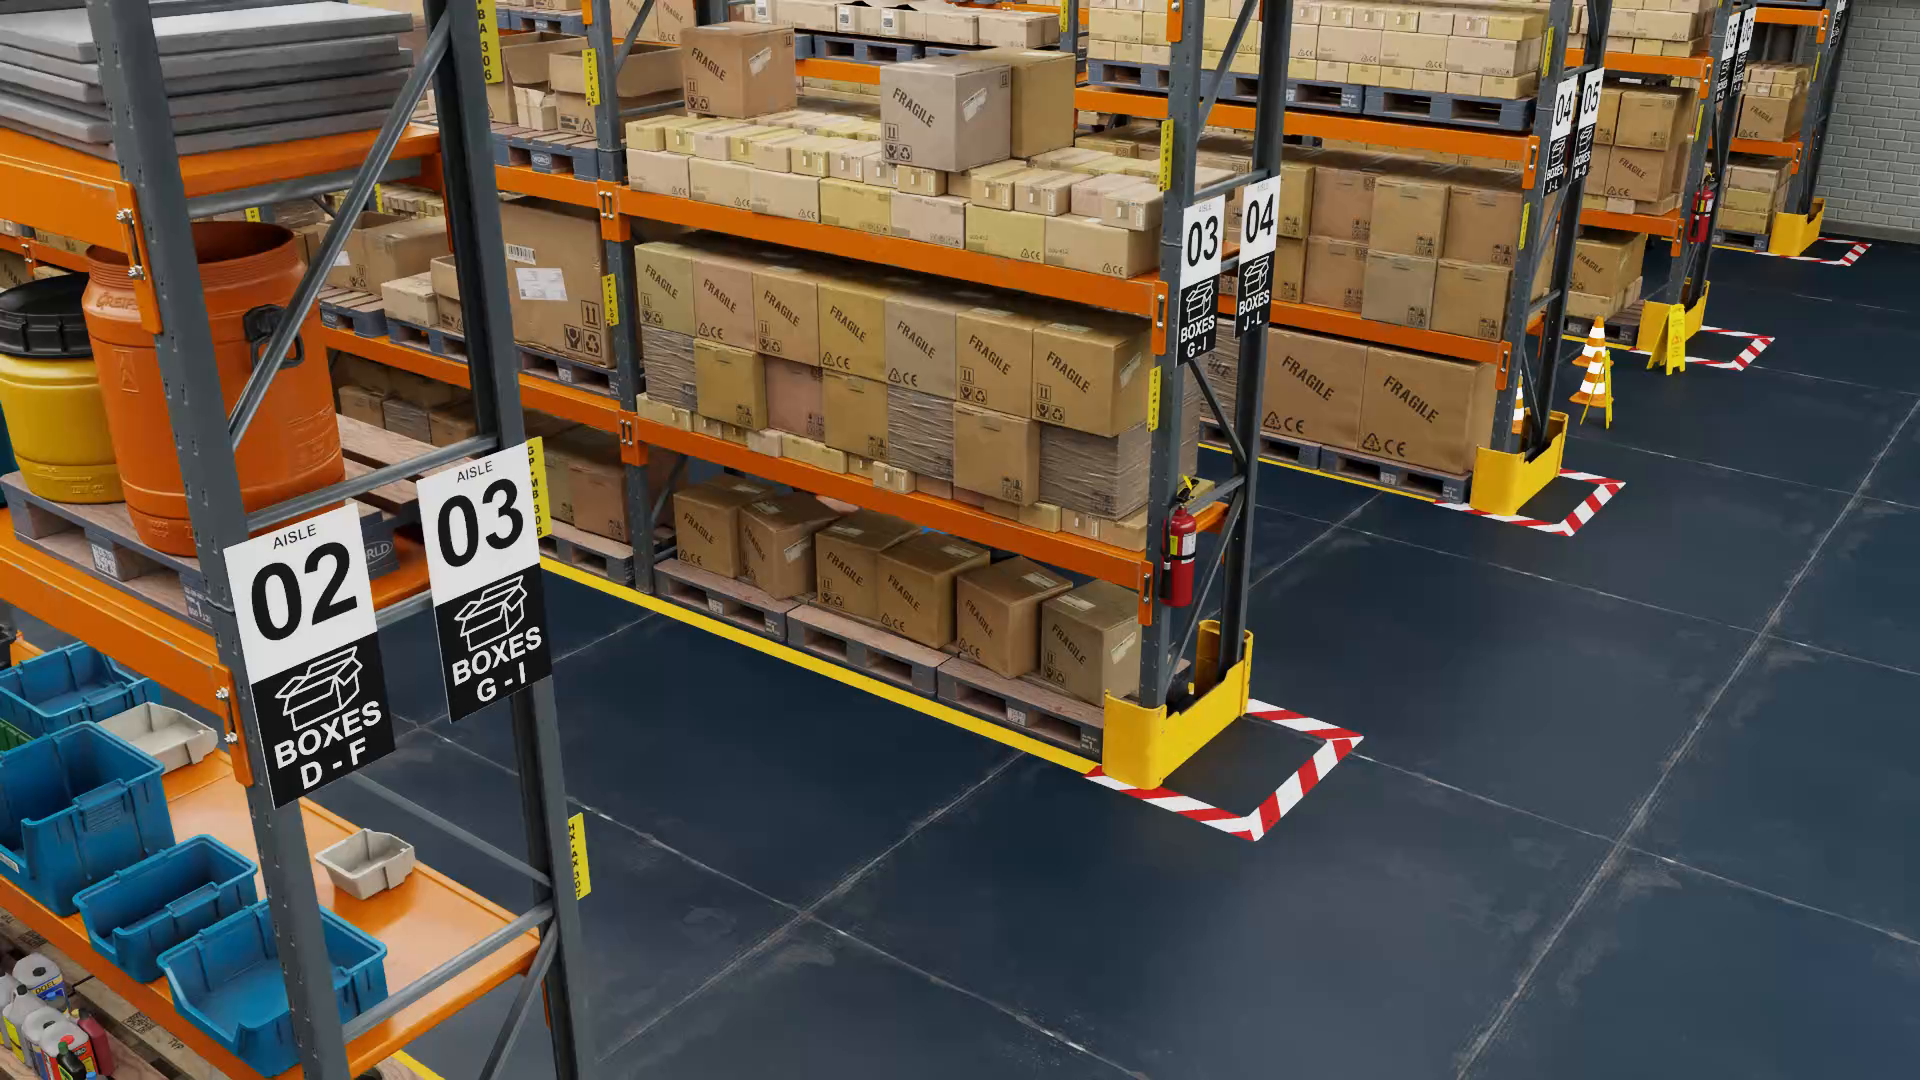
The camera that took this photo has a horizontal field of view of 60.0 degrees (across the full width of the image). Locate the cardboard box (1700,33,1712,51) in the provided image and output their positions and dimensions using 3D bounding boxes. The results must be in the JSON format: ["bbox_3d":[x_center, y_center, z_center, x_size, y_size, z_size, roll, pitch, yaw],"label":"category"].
[{"bbox_3d":[7.189,-4.840,16.107,0.250,0.149,0.380,17,29,33],"label":"cardboard box"}]

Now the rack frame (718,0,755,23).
[{"bbox_3d":[-2.029,-6.456,15.742,0.127,3.000,1.000,17,29,33],"label":"rack frame"}]

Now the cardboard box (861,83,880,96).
[{"bbox_3d":[-0.931,-5.893,21.471,0.500,0.250,0.500,16,28,32],"label":"cardboard box"}]

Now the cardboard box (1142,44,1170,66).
[{"bbox_3d":[1.666,-3.919,13.370,0.250,0.149,0.380,17,29,33],"label":"cardboard box"}]

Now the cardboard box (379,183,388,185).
[{"bbox_3d":[-7.334,-4.335,20.646,0.250,0.149,0.380,18,30,35],"label":"cardboard box"}]

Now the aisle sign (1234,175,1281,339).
[{"bbox_3d":[1.546,-1.472,8.646,0.004,0.787,0.394,17,29,33],"label":"aisle sign"}]

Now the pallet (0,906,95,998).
[{"bbox_3d":[-4.342,1.882,7.716,1.213,0.211,1.003,17,29,33],"label":"pallet"}]

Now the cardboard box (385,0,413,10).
[{"bbox_3d":[-6.177,-6.138,18.927,0.500,0.250,0.500,17,29,33],"label":"cardboard box"}]

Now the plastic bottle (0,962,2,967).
[{"bbox_3d":[-4.269,1.803,7.277,0.097,0.271,0.097,0,24,0],"label":"plastic bottle"}]

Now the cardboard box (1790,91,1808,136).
[{"bbox_3d":[10.004,-5.255,20.333,0.500,0.500,0.500,18,29,35],"label":"cardboard box"}]

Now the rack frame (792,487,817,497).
[{"bbox_3d":[-1.041,-0.263,11.476,0.015,1.200,0.240,5,39,26],"label":"rack frame"}]

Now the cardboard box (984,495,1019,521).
[{"bbox_3d":[0.343,-0.258,9.426,0.250,0.149,0.380,17,29,33],"label":"cardboard box"}]

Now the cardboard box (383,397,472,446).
[{"bbox_3d":[-4.085,-0.907,13.142,0.500,0.500,0.700,14,27,29],"label":"cardboard box"}]

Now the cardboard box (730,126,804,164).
[{"bbox_3d":[-1.128,-2.316,9.757,0.250,0.149,0.380,18,29,35],"label":"cardboard box"}]

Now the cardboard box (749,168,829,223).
[{"bbox_3d":[-0.860,-2.030,9.604,0.500,0.250,0.500,16,28,31],"label":"cardboard box"}]

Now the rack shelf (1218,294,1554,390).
[{"bbox_3d":[2.772,-1.931,13.804,4.000,0.370,1.077,17,29,33],"label":"rack shelf"}]

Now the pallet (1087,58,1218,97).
[{"bbox_3d":[1.820,-3.874,13.713,1.213,0.211,1.003,17,29,33],"label":"pallet"}]

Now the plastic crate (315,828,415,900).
[{"bbox_3d":[-2.177,1.198,6.138,0.250,0.136,0.298,17,29,33],"label":"plastic crate"}]

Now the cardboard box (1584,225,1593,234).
[{"bbox_3d":[6.340,-3.090,17.502,0.500,0.500,0.500,16,28,31],"label":"cardboard box"}]

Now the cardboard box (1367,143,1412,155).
[{"bbox_3d":[4.660,-4.237,17.653,0.500,0.500,0.500,17,29,33],"label":"cardboard box"}]

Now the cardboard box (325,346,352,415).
[{"bbox_3d":[-5.625,-1.528,14.113,0.875,0.875,1.225,15,28,31],"label":"cardboard box"}]

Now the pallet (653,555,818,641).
[{"bbox_3d":[-1.326,0.259,11.400,1.213,0.211,1.003,17,29,33],"label":"pallet"}]

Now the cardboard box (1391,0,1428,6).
[{"bbox_3d":[3.483,-4.066,12.716,0.250,0.149,0.380,16,29,32],"label":"cardboard box"}]

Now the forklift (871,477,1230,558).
[{"bbox_3d":[0.566,-1.450,11.906,3.031,2.935,1.130,-11,26,-23],"label":"forklift"}]

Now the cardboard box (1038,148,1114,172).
[{"bbox_3d":[0.634,-2.032,9.113,0.250,0.149,0.380,18,30,35],"label":"cardboard box"}]

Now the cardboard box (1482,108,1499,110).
[{"bbox_3d":[5.534,-4.471,16.943,0.500,0.500,0.700,17,29,33],"label":"cardboard box"}]

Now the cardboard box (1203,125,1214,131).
[{"bbox_3d":[2.848,-4.658,18.893,0.250,0.149,0.380,17,29,34],"label":"cardboard box"}]

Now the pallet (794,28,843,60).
[{"bbox_3d":[-1.482,-4.858,16.071,1.003,0.211,1.213,18,30,36],"label":"pallet"}]

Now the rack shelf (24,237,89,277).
[{"bbox_3d":[-6.685,-2.289,14.618,4.000,0.370,1.077,17,29,33],"label":"rack shelf"}]

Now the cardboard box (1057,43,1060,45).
[{"bbox_3d":[1.513,-7.573,25.363,0.258,0.266,0.396,18,30,36],"label":"cardboard box"}]

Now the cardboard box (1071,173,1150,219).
[{"bbox_3d":[0.769,-1.754,8.482,0.250,0.149,0.380,16,28,32],"label":"cardboard box"}]

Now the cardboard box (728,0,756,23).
[{"bbox_3d":[-2.327,-5.353,16.835,0.500,0.500,0.500,17,29,33],"label":"cardboard box"}]

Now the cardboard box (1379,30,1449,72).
[{"bbox_3d":[3.413,-3.604,12.161,0.500,0.250,0.500,17,29,33],"label":"cardboard box"}]

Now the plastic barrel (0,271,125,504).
[{"bbox_3d":[-2.642,-0.488,5.163,0.600,0.588,0.600,0,24,0],"label":"plastic barrel"}]

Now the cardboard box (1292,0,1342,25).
[{"bbox_3d":[2.679,-3.978,12.515,0.250,0.149,0.380,17,29,34],"label":"cardboard box"}]

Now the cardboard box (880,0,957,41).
[{"bbox_3d":[-0.363,-4.666,14.866,0.500,0.311,0.500,16,28,31],"label":"cardboard box"}]

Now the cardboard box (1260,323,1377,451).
[{"bbox_3d":[3.085,-1.351,13.710,0.875,0.875,0.875,16,29,32],"label":"cardboard box"}]

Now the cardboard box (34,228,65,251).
[{"bbox_3d":[-8.068,-2.956,15.115,0.500,0.500,0.500,17,29,33],"label":"cardboard box"}]

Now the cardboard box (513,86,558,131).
[{"bbox_3d":[-2.696,-2.866,10.960,0.258,0.266,0.396,18,30,35],"label":"cardboard box"}]

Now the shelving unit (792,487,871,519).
[{"bbox_3d":[-0.823,-0.244,11.367,0.503,1.200,0.258,5,39,26],"label":"shelving unit"}]

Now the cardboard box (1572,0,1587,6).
[{"bbox_3d":[6.050,-5.277,16.109,0.250,0.149,0.380,17,29,33],"label":"cardboard box"}]

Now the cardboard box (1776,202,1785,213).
[{"bbox_3d":[9.958,-4.116,20.761,0.500,0.250,0.500,17,29,34],"label":"cardboard box"}]

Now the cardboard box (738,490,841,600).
[{"bbox_3d":[-1.125,0.030,11.042,0.500,0.500,0.500,-16,28,-31],"label":"cardboard box"}]

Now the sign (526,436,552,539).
[{"bbox_3d":[-1.321,-0.156,5.152,0.005,0.325,0.100,17,29,33],"label":"sign"}]

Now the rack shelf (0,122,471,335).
[{"bbox_3d":[-3.254,-1.319,5.472,4.000,0.370,1.077,17,29,33],"label":"rack shelf"}]

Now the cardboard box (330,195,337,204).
[{"bbox_3d":[-7.731,-4.344,21.036,0.250,0.149,0.380,17,29,34],"label":"cardboard box"}]

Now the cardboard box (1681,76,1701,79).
[{"bbox_3d":[8.950,-5.713,20.199,0.250,0.149,0.380,18,29,35],"label":"cardboard box"}]

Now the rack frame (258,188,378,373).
[{"bbox_3d":[-5.085,-2.135,13.375,0.127,3.000,1.000,17,29,33],"label":"rack frame"}]

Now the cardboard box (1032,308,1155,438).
[{"bbox_3d":[0.728,-0.893,8.824,0.500,0.500,0.500,17,29,33],"label":"cardboard box"}]

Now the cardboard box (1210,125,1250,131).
[{"bbox_3d":[3.155,-4.896,18.629,0.500,0.500,0.500,17,29,34],"label":"cardboard box"}]

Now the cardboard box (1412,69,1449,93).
[{"bbox_3d":[3.496,-3.366,12.116,0.250,0.149,0.380,17,29,34],"label":"cardboard box"}]

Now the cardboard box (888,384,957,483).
[{"bbox_3d":[0.047,-0.741,9.719,0.500,0.500,0.875,17,29,33],"label":"cardboard box"}]

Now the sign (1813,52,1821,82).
[{"bbox_3d":[9.897,-5.467,19.207,0.005,0.325,0.100,17,29,33],"label":"sign"}]

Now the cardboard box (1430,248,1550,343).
[{"bbox_3d":[4.048,-1.920,12.701,0.550,0.550,0.875,17,29,33],"label":"cardboard box"}]

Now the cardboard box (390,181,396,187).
[{"bbox_3d":[-6.988,-4.528,21.083,0.250,0.149,0.380,18,30,35],"label":"cardboard box"}]

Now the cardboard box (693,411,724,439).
[{"bbox_3d":[-1.484,-0.788,10.629,0.250,0.149,0.380,17,29,33],"label":"cardboard box"}]
